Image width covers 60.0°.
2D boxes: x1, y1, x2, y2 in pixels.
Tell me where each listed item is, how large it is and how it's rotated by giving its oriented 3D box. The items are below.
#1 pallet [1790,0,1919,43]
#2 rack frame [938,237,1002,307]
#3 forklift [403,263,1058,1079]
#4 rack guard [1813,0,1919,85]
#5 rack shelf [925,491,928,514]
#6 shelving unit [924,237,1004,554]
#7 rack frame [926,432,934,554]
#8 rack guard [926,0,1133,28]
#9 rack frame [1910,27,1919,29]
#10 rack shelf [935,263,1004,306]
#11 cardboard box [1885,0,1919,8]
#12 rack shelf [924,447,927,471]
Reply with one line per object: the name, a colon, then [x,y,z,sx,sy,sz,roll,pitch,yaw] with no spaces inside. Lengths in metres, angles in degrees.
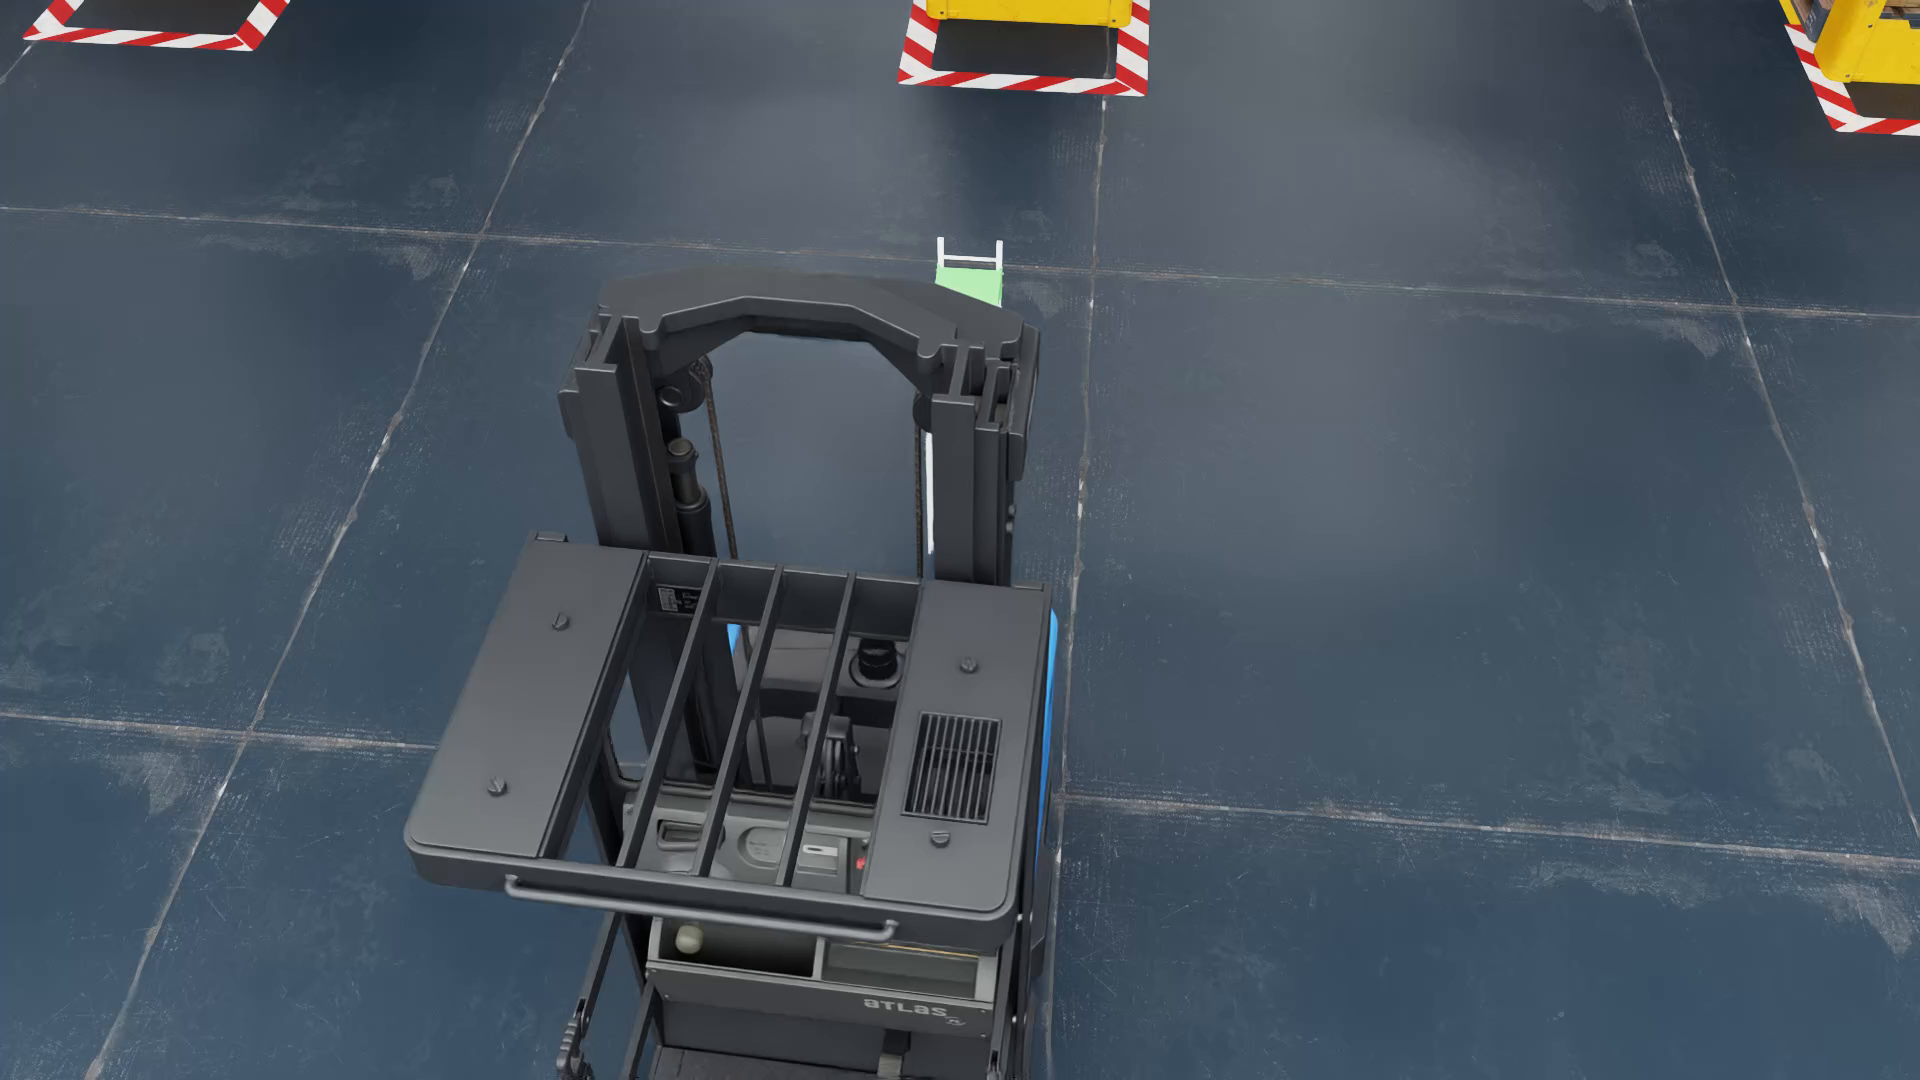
pallet: [5.317,-3.269,9.623,1.003,0.211,1.213,4,48,4]
rack frame: [0.037,-0.706,6.608,0.240,1.200,0.015,4,48,4]
forklift: [-0.390,0.949,3.922,1.130,2.935,3.031,6,48,5]
rack guard: [5.320,-2.756,8.958,1.175,0.500,0.348,4,48,4]
rack shelf: [0.015,-0.321,6.669,0.258,0.148,0.480,4,48,4]
shelving unit: [0.015,-0.527,6.444,0.258,1.200,0.503,4,48,4]
rack frame: [-0.007,-0.347,6.280,0.240,1.200,0.015,4,48,4]
rack guard: [0.399,-3.237,9.398,1.175,0.500,0.348,4,48,4]
rack frame: [5.322,-3.617,8.051,1.000,3.000,0.127,4,48,4]
rack shelf: [0.015,-0.807,6.137,0.258,0.148,0.480,4,48,4]
cardboard box: [5.318,-3.544,9.140,0.875,0.875,0.875,4,48,4]
rack shelf: [0.015,-0.483,6.492,0.258,0.148,0.480,4,48,4]
